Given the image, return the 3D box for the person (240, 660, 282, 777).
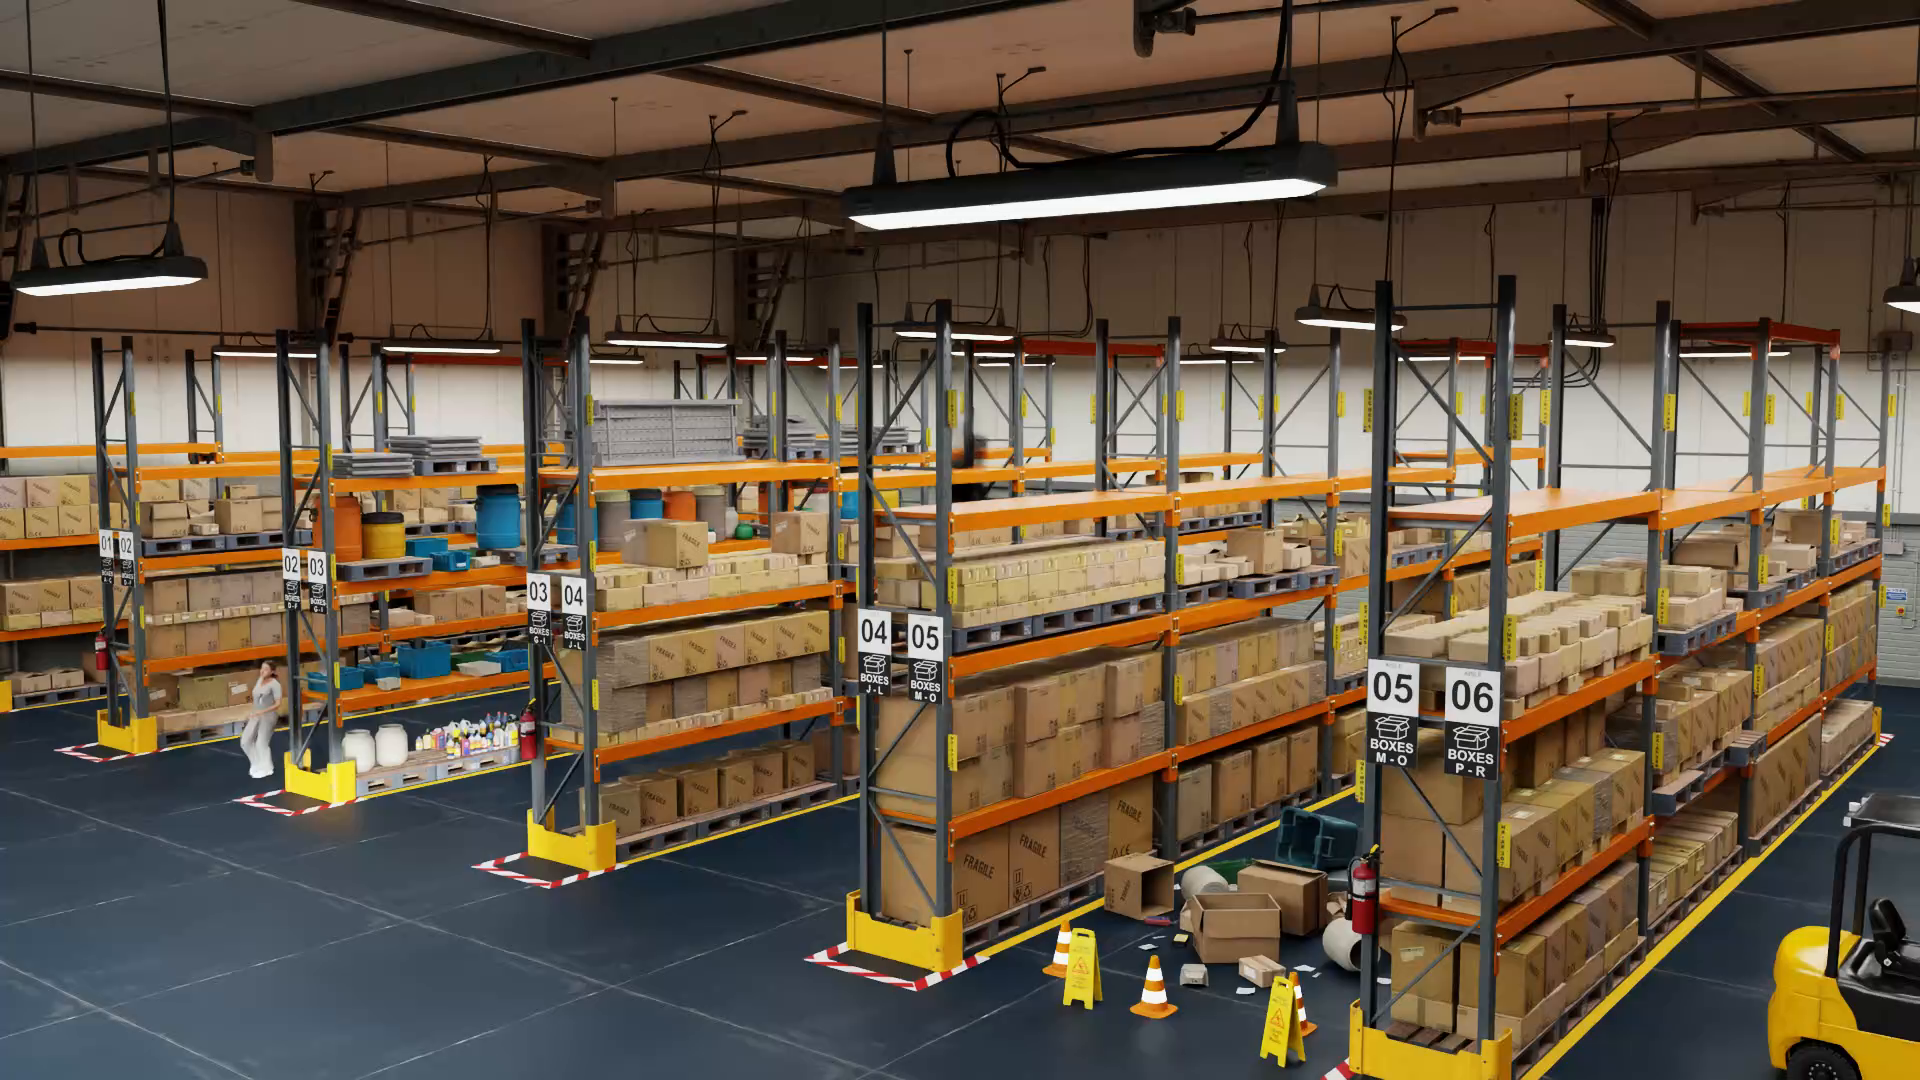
[{"bbox_3d":[-9.370,2.410,22.350,0.607,1.623,0.542,2,5,19],"label":"person"}]
